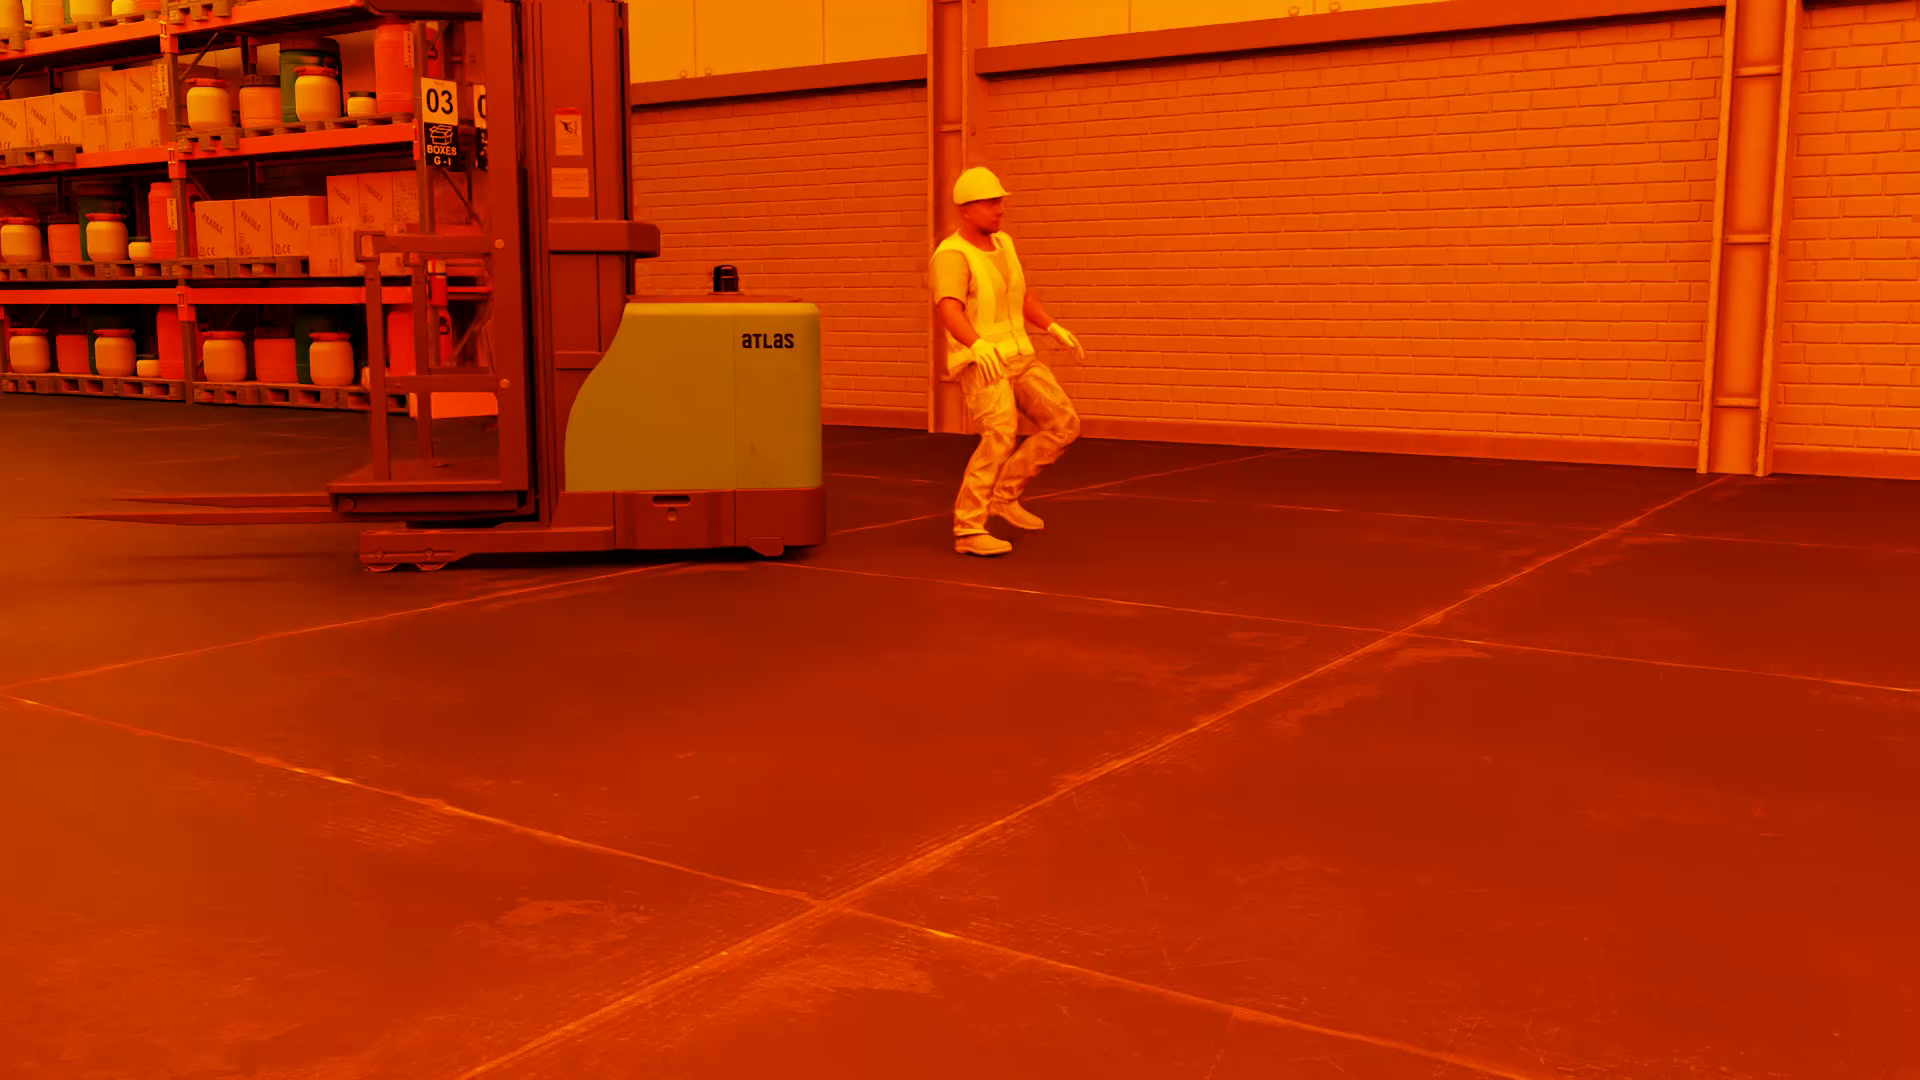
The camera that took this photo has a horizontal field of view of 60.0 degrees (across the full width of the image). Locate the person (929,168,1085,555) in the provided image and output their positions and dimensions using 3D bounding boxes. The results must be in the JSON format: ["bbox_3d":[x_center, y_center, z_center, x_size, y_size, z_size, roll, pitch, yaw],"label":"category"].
[{"bbox_3d":[0.181,-0.798,7.340,0.610,1.663,0.864,6,10,37],"label":"person"}]

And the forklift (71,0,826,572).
[{"bbox_3d":[-2.125,-1.402,7.050,3.031,2.935,1.130,-1,8,-8],"label":"forklift"}]
